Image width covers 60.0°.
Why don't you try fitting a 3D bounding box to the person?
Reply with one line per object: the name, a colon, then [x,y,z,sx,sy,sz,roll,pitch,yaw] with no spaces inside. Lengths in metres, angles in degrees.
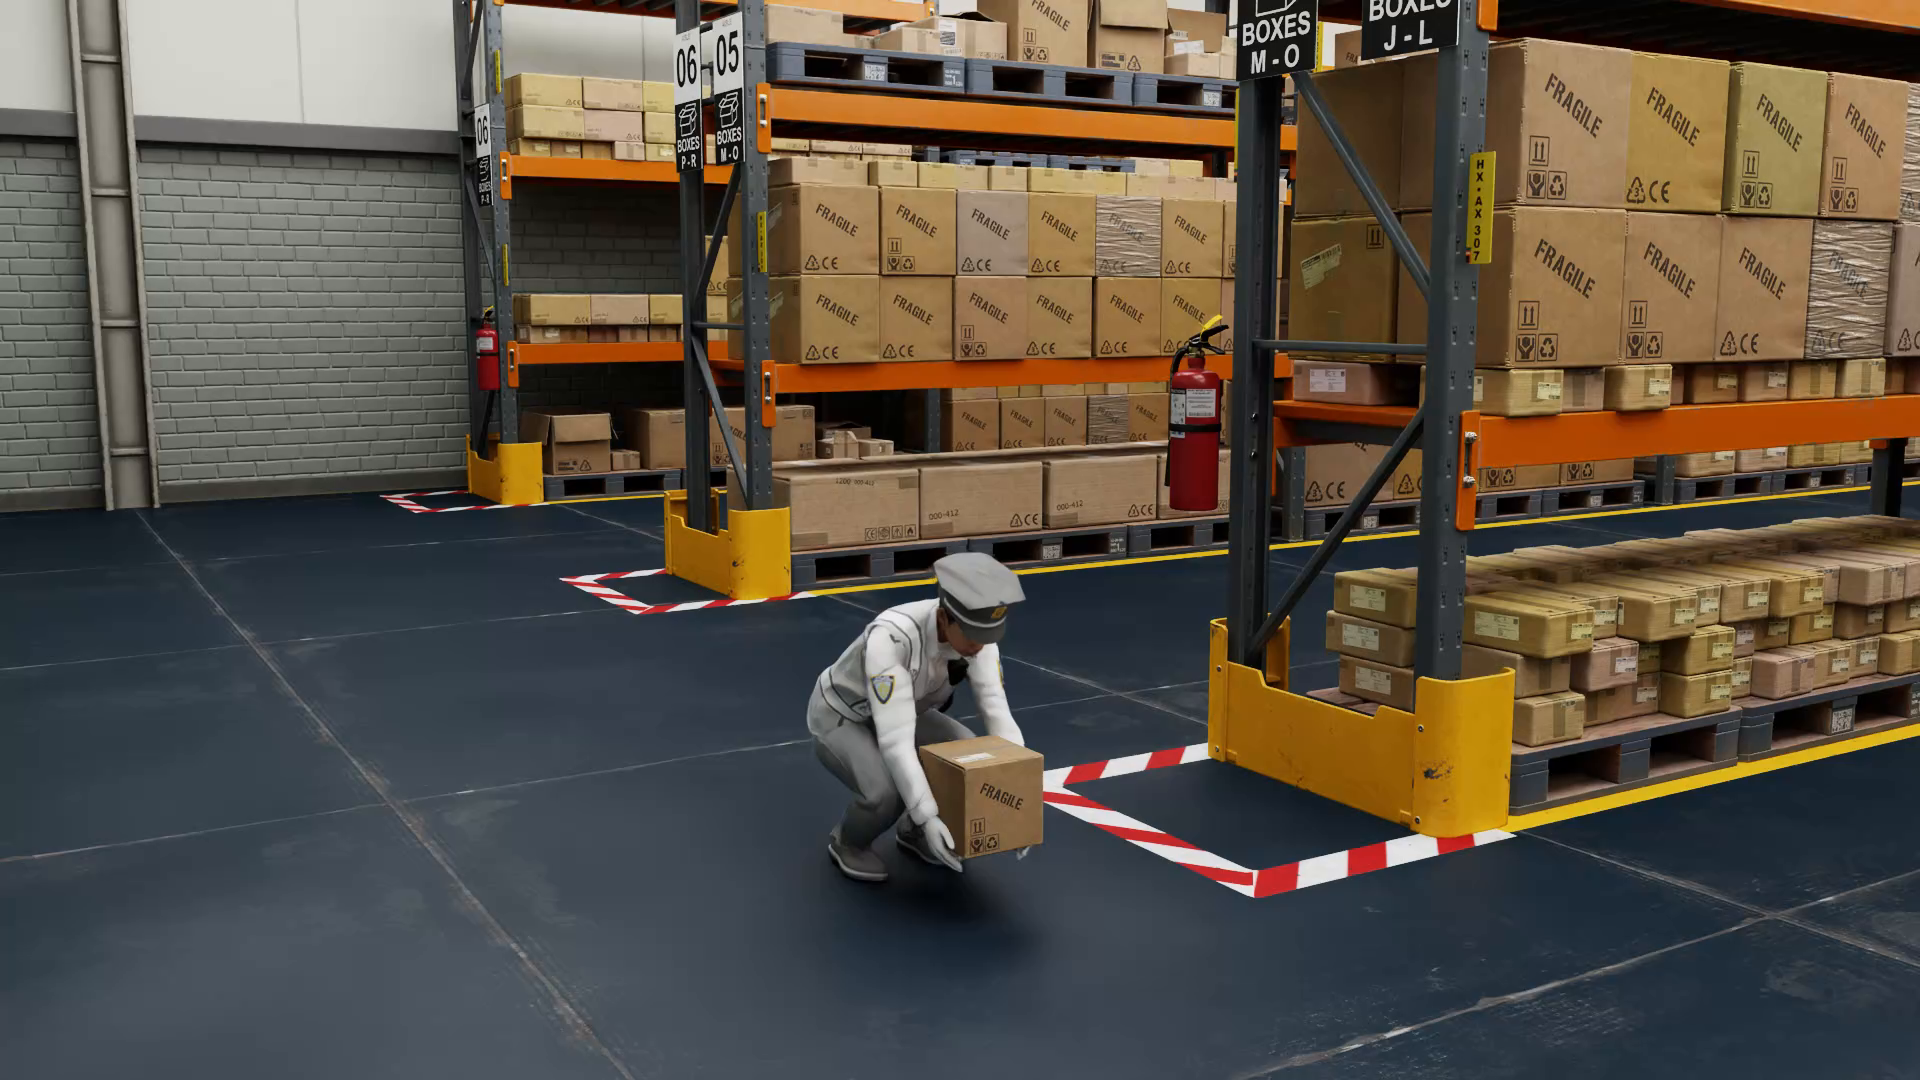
person: [-0.115,0.506,4.794,0.470,0.977,0.832,-5,10,-32]
